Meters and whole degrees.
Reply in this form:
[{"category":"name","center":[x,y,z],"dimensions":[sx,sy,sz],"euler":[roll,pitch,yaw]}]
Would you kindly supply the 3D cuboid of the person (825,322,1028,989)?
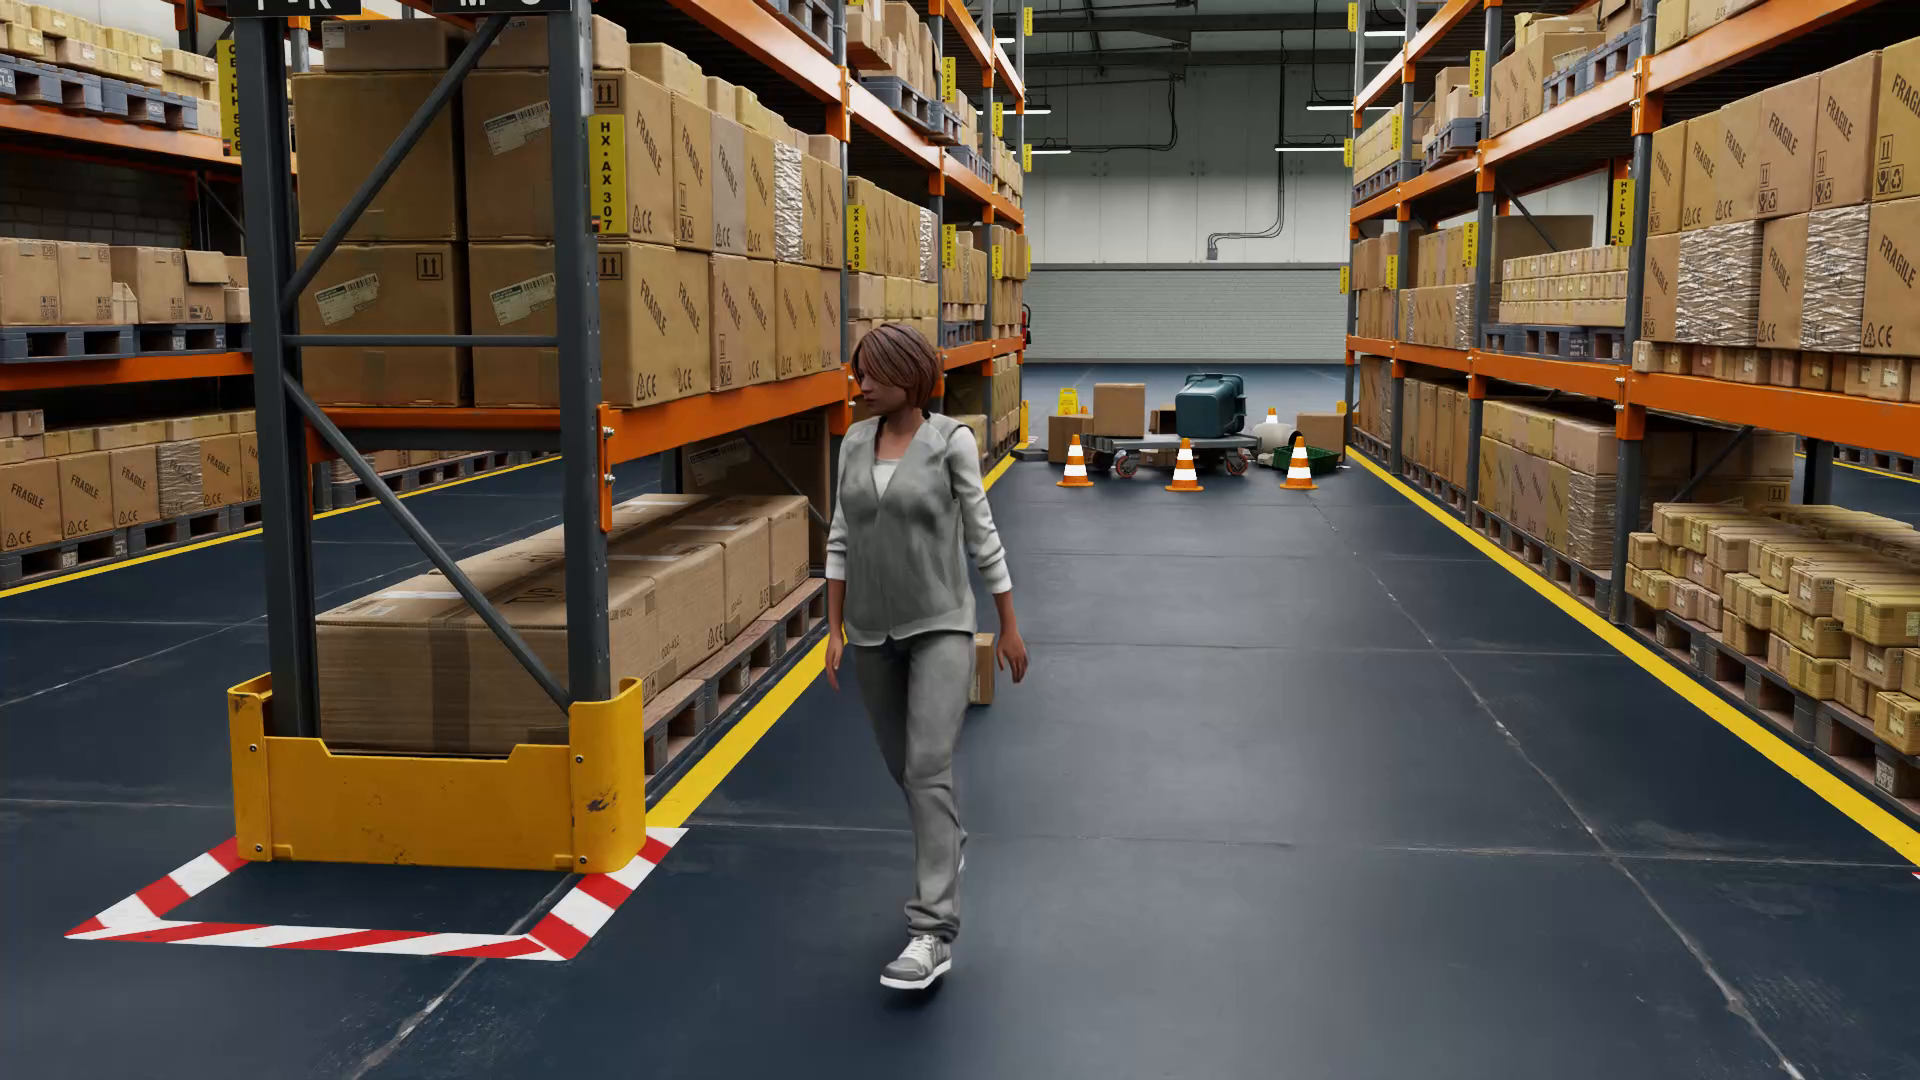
[{"category":"person","center":[-0.121,0.230,4.147],"dimensions":[0.495,1.534,0.871],"euler":[4,9,24]}]
